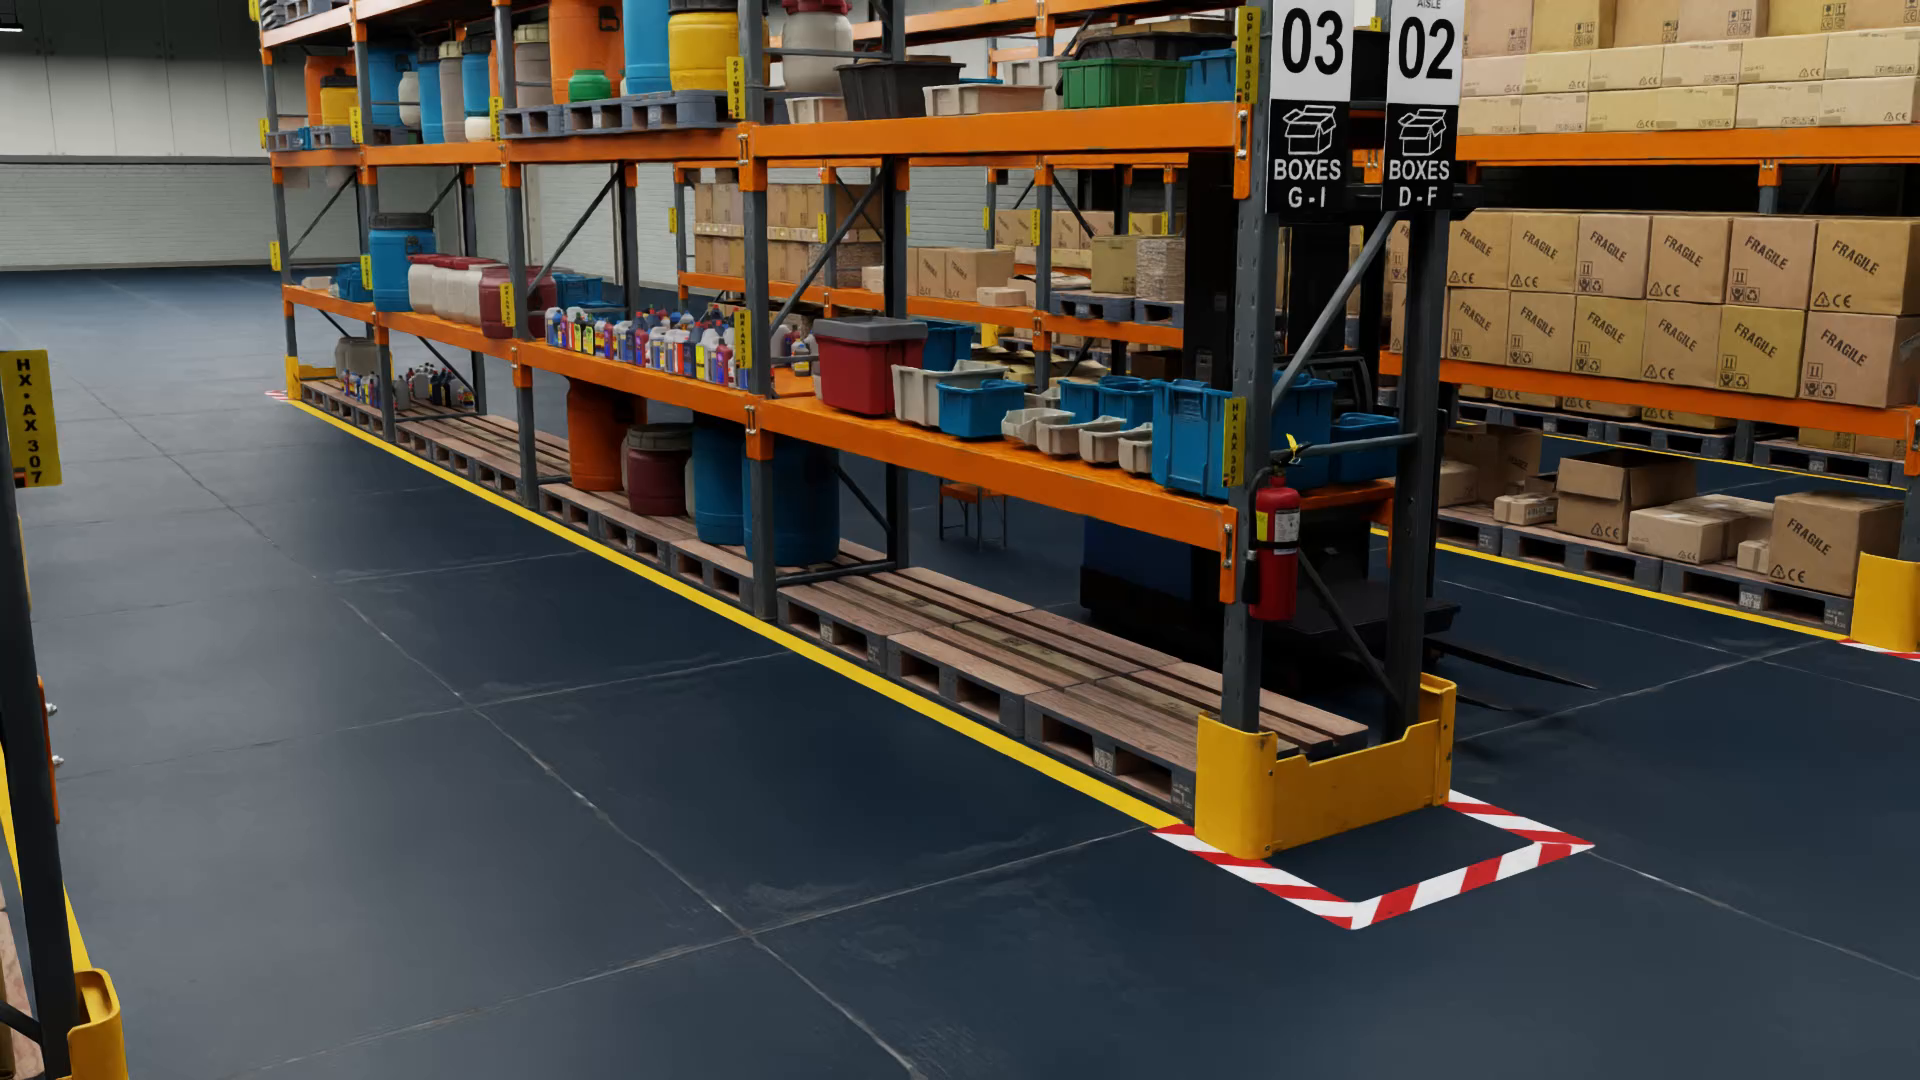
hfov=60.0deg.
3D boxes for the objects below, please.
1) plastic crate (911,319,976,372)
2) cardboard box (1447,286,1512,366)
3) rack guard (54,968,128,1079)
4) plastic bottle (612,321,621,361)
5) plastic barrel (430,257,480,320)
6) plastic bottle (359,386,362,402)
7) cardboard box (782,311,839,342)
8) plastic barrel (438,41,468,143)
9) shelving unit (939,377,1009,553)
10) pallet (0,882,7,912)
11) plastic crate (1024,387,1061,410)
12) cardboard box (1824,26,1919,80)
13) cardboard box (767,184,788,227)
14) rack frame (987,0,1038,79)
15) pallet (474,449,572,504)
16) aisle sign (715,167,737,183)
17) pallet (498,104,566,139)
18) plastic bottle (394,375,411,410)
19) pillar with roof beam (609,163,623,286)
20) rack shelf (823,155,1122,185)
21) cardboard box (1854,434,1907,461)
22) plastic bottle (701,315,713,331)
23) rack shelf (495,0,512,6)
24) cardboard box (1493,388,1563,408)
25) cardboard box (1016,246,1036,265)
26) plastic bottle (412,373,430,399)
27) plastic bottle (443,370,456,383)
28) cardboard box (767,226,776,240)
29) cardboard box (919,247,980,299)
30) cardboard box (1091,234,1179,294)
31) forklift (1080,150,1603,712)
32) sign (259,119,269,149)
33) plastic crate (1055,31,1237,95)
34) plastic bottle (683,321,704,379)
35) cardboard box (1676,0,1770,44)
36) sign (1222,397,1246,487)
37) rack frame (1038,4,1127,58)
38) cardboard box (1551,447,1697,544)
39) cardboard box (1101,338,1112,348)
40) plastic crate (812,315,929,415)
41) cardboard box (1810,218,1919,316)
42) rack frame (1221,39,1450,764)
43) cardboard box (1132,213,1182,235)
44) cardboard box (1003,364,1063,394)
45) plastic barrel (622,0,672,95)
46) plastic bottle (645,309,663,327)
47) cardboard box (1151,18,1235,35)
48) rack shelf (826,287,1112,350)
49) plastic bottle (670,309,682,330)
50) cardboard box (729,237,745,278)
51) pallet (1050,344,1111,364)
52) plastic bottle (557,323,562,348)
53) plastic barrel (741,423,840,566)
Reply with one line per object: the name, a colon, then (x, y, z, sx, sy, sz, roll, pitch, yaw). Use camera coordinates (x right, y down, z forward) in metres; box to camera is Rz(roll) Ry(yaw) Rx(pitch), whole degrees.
plastic crate: (-0.219, -1.038, 9.482, 0.392, 0.384, 0.575, -8, 15, -33)
cardboard box: (3.706, -1.480, 11.373, 0.500, 0.500, 0.500, -8, 15, -32)
rack guard: (-2.655, 1.464, 3.996, 1.175, 0.500, 0.348, -8, 15, -33)
plastic bottle: (-2.326, -1.363, 11.373, 0.097, 0.271, 0.097, 0, 12, 0)
plastic barrel: (-4.440, -2.221, 14.680, 0.433, 0.535, 0.433, 0, 12, 0)
plastic bottle: (-6.251, -1.549, 17.442, 0.097, 0.201, 0.097, 0, 12, 0)
cardboard box: (-1.774, -2.442, 19.707, 0.500, 0.500, 0.500, -8, 15, -33)
plastic barrel: (-4.369, -4.011, 14.986, 0.600, 0.901, 0.600, 0, 12, 0)
shelving unit: (0.092, -0.557, 11.599, 0.258, 1.200, 0.503, -8, 15, -33)
pallet: (-3.848, 1.251, 5.645, 1.003, 0.211, 1.213, -8, 15, -33)
plastic crate: (0.454, -0.685, 8.450, 0.293, 0.136, 0.466, -8, 15, -33)
cardboard box: (5.084, -2.631, 9.029, 0.500, 0.250, 0.500, -8, 15, -33)
cardboard box: (-1.877, -4.007, 19.892, 0.700, 0.500, 0.500, -8, 15, -33)
rack frame: (0.837, -7.296, 24.162, 1.000, 3.000, 0.127, -8, 15, -33)
pallet: (-3.375, -0.550, 13.884, 1.003, 0.211, 1.213, -8, 15, -33)
aisle sign: (-3.076, -5.095, 22.054, 0.394, 0.787, 0.004, -8, 15, -33)
pallet: (-2.635, -2.996, 11.960, 1.003, 0.211, 1.213, -8, 15, -33)
plastic bottle: (-5.671, -1.500, 16.870, 0.144, 0.351, 0.185, -8, 15, -33)
pillar with roof beam: (-11.611, -9.966, 36.370, 9.100, 9.000, 0.548, -8, 15, -33)
rack shelf: (0.040, -3.825, 16.996, 1.077, 0.370, 4.000, -8, 15, -33)
cardboard box: (8.091, -0.981, 14.192, 0.700, 0.500, 0.500, -8, 15, -33)
plastic bottle: (-1.783, -1.438, 11.691, 0.061, 0.283, 0.133, -8, 15, -33)
rack shelf: (-1.870, -3.798, 10.787, 1.077, 0.370, 4.000, -8, 15, -33)
cardboard box: (6.048, -1.795, 17.097, 0.750, 0.750, 0.750, -8, 15, -33)
cardboard box: (1.143, -4.087, 23.834, 0.500, 0.250, 0.500, -9, 15, -35)
plastic bottle: (-5.745, -1.646, 17.712, 0.152, 0.276, 0.135, -8, 15, -33)
plastic bottle: (-5.296, -1.595, 17.305, 0.144, 0.351, 0.185, -8, 14, -31)
cardboard box: (-2.099, -3.682, 19.925, 0.380, 0.149, 0.250, -8, 14, -31)
cardboard box: (-0.087, -2.795, 17.386, 0.500, 0.500, 0.500, -8, 15, -33)
cardboard box: (1.591, -2.511, 15.106, 0.500, 0.500, 0.700, 9, 15, 36)
forklift: (1.906, -0.772, 8.530, 1.130, 2.935, 3.031, -8, 14, -31)
sign: (-7.870, -4.598, 18.825, 0.100, 0.325, 0.005, -8, 15, -33)
plastic crate: (0.837, -2.087, 7.506, 0.504, 0.338, 0.767, -8, 15, -33)
plastic bottle: (-1.646, -1.192, 10.408, 0.144, 0.351, 0.185, -8, 15, -33)
cardboard box: (4.709, -3.200, 9.879, 0.700, 0.500, 0.500, -8, 15, -33)
sign: (1.006, -0.359, 6.100, 0.100, 0.325, 0.005, -8, 15, -33)
rack frame: (1.148, -5.287, 14.972, 1.000, 3.000, 0.127, -8, 15, -33)
cardboard box: (4.409, -0.306, 11.054, 0.797, 0.503, 0.637, -8, 15, -33)
cardboard box: (2.184, -2.763, 23.119, 0.380, 0.149, 0.250, -10, 16, -37)
plastic crate: (-0.476, -0.931, 8.807, 0.402, 0.464, 0.583, -8, 15, -33)
cardboard box: (5.105, -1.517, 9.202, 0.500, 0.500, 0.500, -8, 15, -33)
rack frame: (1.455, -0.347, 6.429, 1.000, 3.000, 0.127, -8, 15, -33)
cardboard box: (2.534, -4.004, 21.701, 0.500, 0.500, 0.500, -8, 15, -33)
cardboard box: (0.653, -1.556, 16.095, 0.500, 0.311, 0.500, -8, 14, -31)
plastic barrel: (-1.834, -3.260, 10.568, 0.600, 0.901, 0.708, -8, 15, -33)
plastic bottle: (-2.101, -1.397, 11.345, 0.144, 0.351, 0.185, -8, 15, -33)
cardboard box: (1.950, -4.099, 13.987, 0.500, 0.500, 0.500, -8, 15, -33)
rack shelf: (0.040, -2.360, 17.316, 1.077, 0.370, 4.000, -8, 15, -33)
plastic bottle: (-2.114, -1.587, 12.401, 0.097, 0.271, 0.097, 0, 12, 0)
cardboard box: (-2.471, -3.561, 20.890, 0.700, 0.500, 0.500, -8, 15, -32)
pallet: (1.972, -2.624, 23.368, 1.003, 0.211, 1.213, -8, 15, -33)
plastic bottle: (-2.912, -1.517, 12.241, 0.097, 0.201, 0.097, 0, 12, 0)
plastic barrel: (-1.049, -0.338, 10.313, 0.600, 0.901, 0.708, -8, 15, -33)
